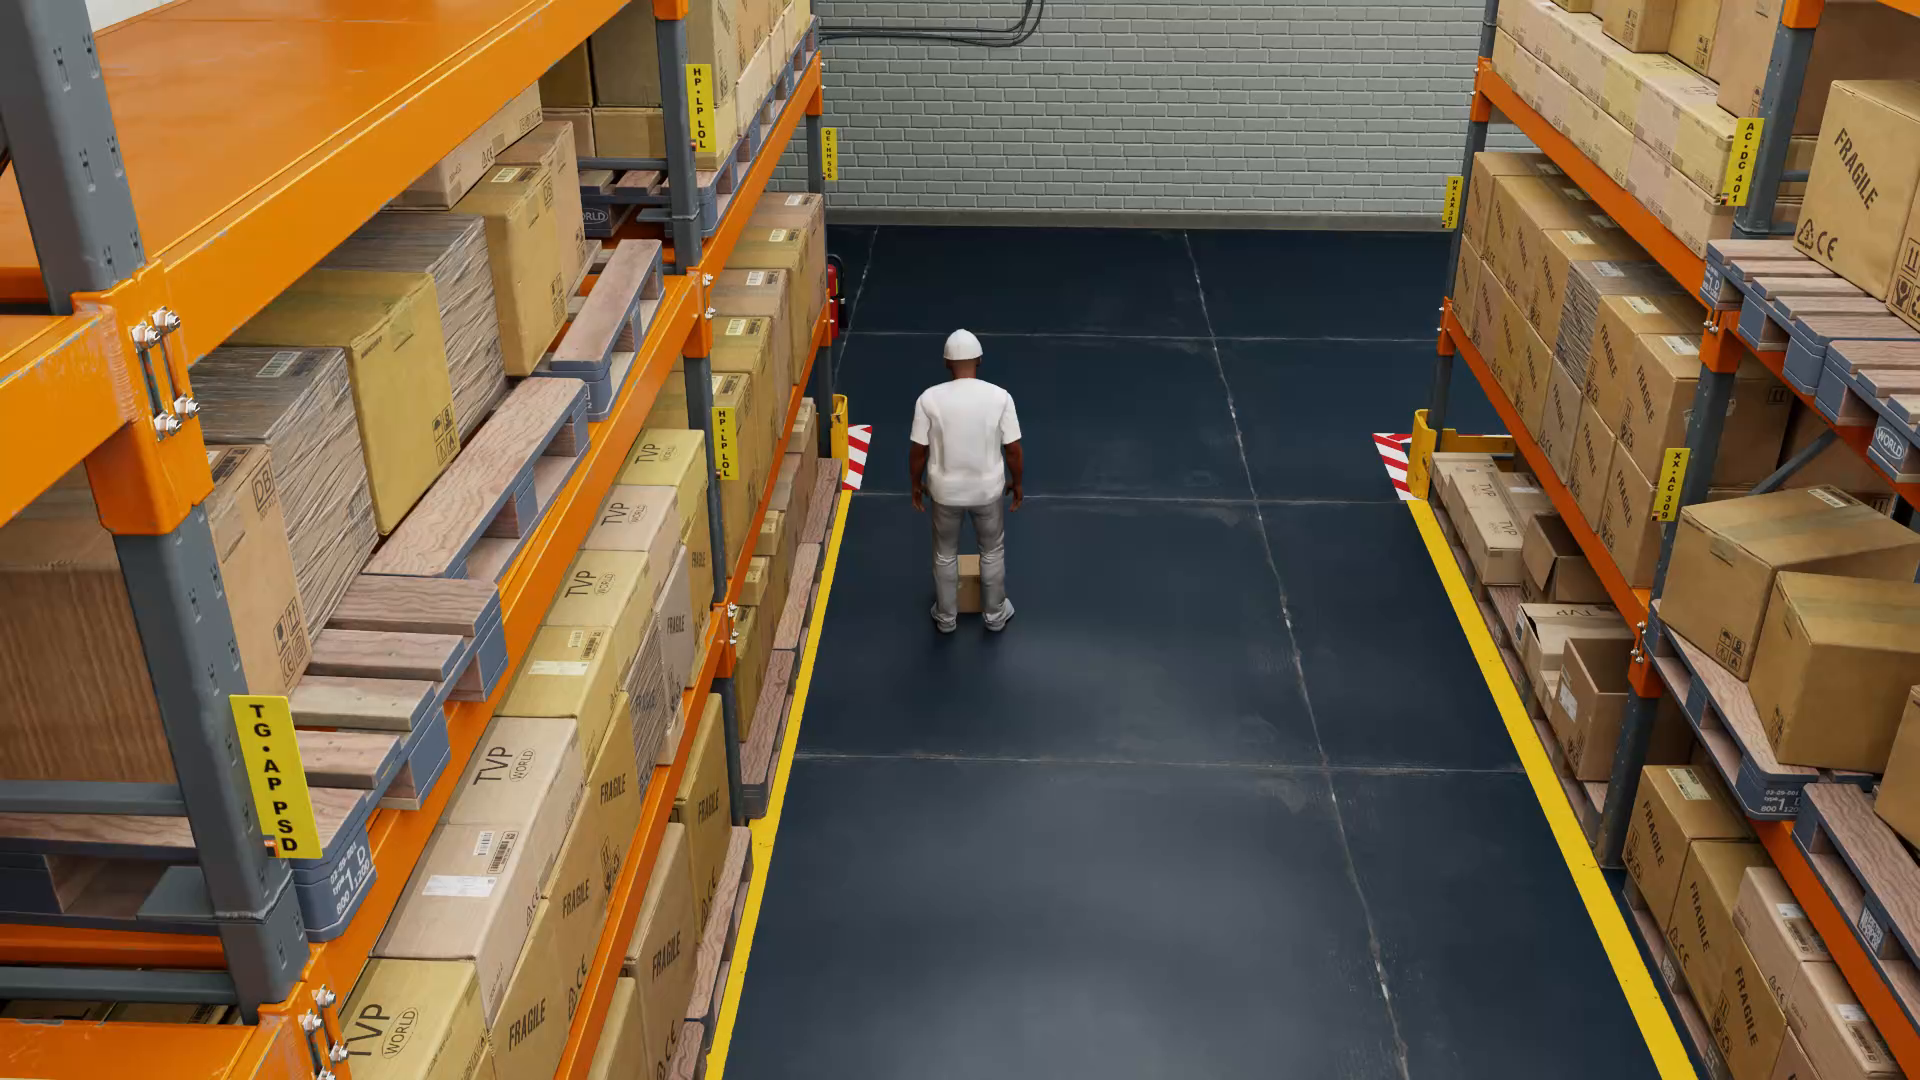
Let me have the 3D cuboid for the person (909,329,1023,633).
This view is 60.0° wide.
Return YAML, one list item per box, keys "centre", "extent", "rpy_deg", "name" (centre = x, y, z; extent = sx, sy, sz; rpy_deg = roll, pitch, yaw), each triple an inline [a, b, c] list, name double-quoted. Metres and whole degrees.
- centre: [0.036, -0.304, 9.178]
  extent: [0.625, 1.760, 0.460]
  rpy_deg: [0, 28, 0]
  name: "person"
